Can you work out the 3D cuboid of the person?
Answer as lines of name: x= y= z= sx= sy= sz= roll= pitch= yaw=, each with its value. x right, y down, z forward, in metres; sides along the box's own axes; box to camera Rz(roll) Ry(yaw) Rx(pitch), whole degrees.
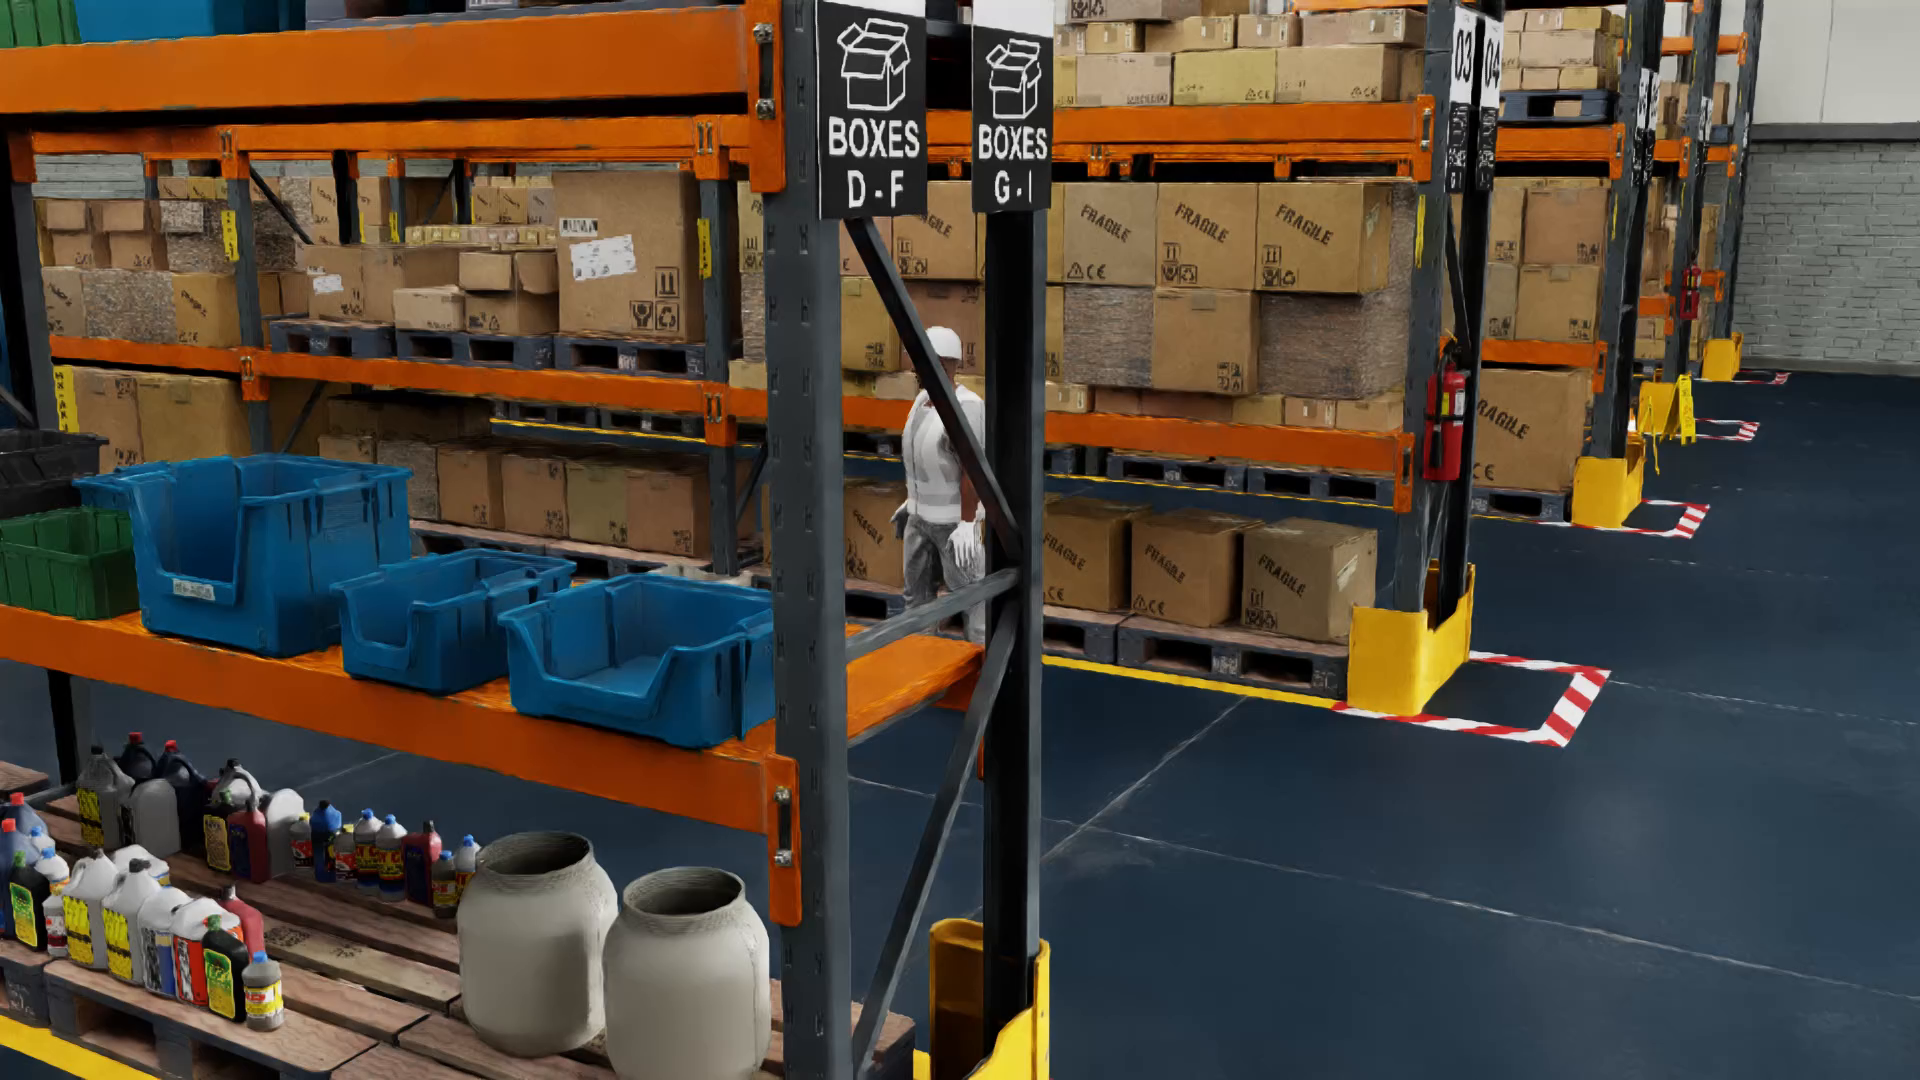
person: x=-0.143 y=-0.096 z=7.731 sx=0.563 sy=1.783 sz=0.670 roll=-8 pitch=15 yaw=-31
